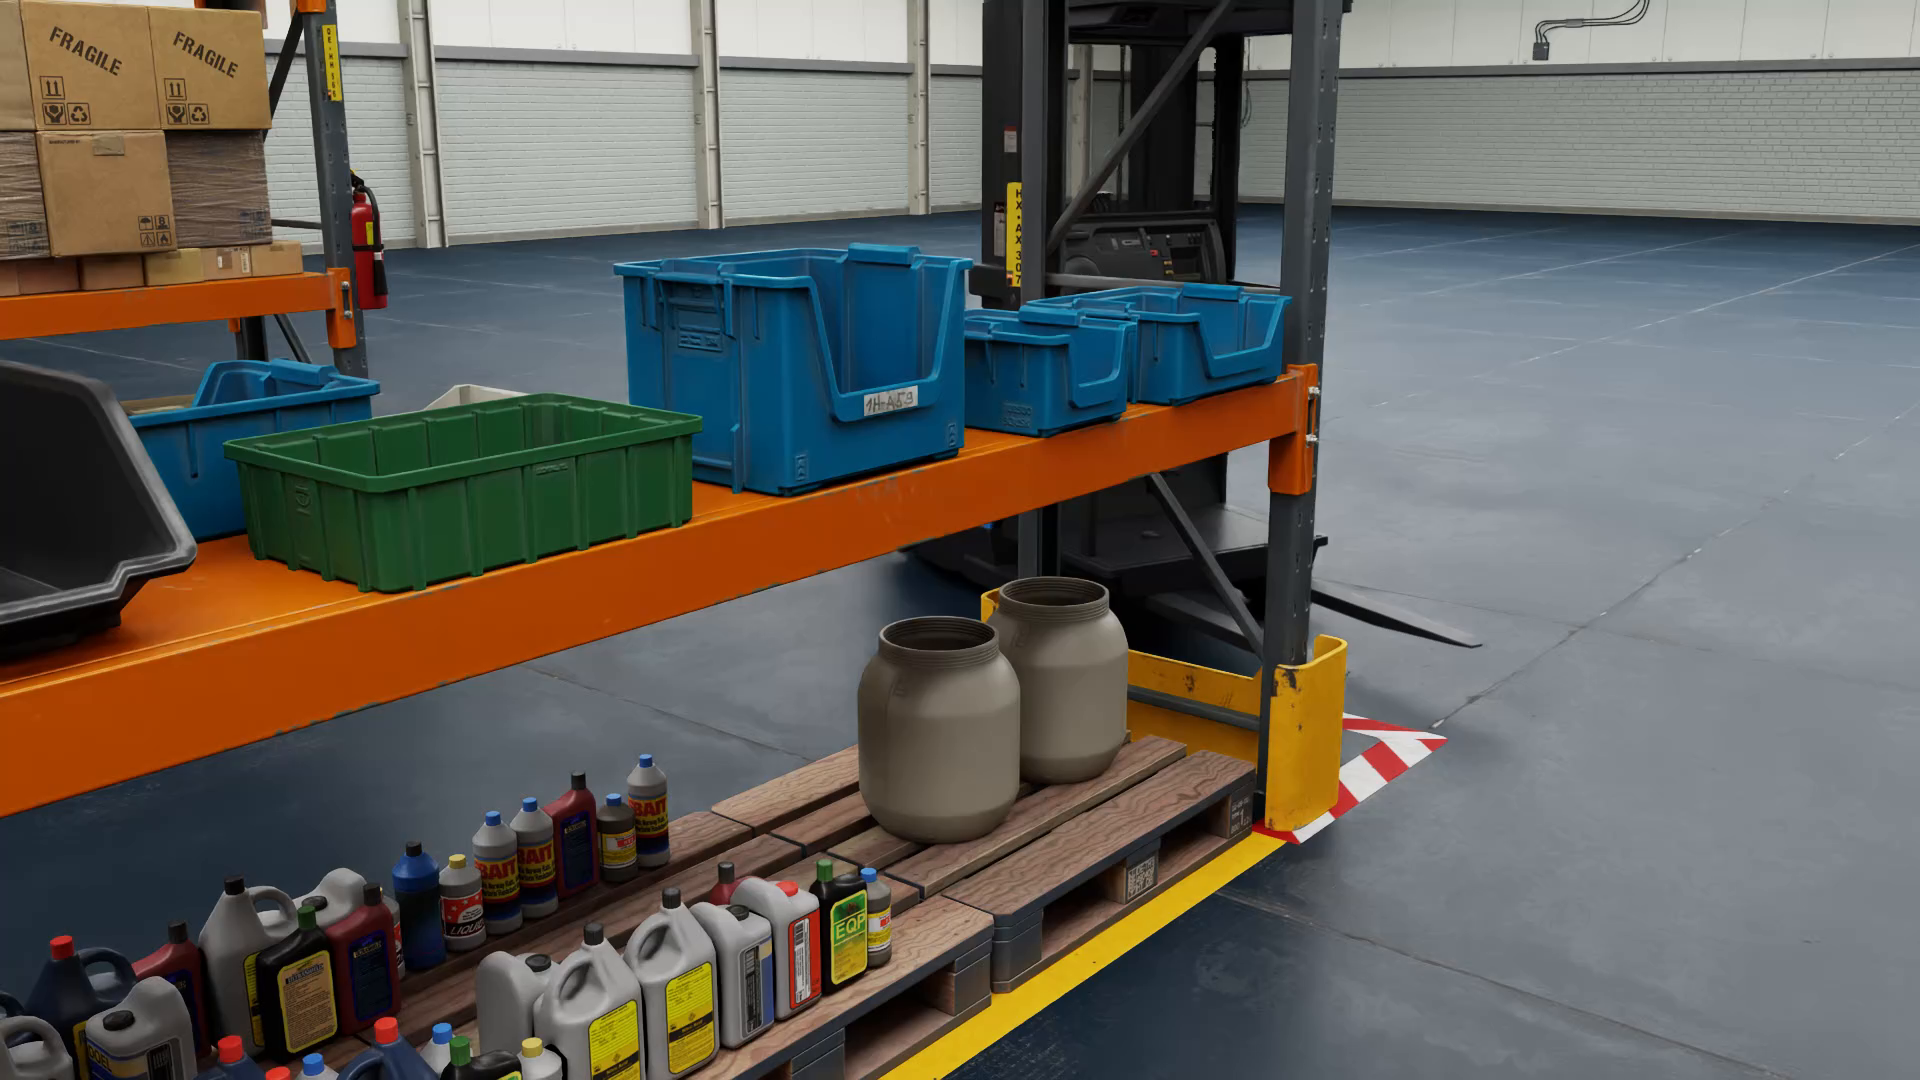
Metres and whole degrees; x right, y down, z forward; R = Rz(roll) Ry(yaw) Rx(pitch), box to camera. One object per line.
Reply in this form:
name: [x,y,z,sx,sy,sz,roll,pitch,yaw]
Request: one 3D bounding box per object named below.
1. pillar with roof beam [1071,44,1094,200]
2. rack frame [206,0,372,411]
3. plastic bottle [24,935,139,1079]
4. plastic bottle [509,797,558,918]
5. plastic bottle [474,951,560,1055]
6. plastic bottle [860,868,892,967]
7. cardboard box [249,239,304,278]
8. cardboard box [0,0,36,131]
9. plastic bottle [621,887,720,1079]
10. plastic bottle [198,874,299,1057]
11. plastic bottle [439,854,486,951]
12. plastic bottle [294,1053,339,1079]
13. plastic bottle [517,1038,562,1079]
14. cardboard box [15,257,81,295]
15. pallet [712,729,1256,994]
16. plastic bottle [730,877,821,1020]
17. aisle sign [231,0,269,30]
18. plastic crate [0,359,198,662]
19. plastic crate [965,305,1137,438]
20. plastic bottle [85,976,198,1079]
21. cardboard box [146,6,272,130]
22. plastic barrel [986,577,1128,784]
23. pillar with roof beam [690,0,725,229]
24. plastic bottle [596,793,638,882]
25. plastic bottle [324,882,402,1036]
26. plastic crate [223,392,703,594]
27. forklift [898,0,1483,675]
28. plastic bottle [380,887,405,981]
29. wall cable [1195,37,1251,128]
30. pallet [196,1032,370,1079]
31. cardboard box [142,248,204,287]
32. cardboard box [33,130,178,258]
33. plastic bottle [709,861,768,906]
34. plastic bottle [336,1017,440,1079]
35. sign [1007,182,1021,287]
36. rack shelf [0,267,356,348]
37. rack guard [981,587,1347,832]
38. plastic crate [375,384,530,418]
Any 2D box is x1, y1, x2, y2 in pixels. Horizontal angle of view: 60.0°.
pillar with roof beam: [6.257,-11.810,36.334,9.100,9.000,0.400,11,18,38]
rack frame: [-3.237,-1.516,7.997,1.000,3.000,0.127,11,18,38]
plastic bottle: [-1.597,0.883,3.042,0.144,0.351,0.185,10,17,35]
plastic bottle: [-0.982,0.724,3.827,0.097,0.271,0.097,0,14,0]
plastic bottle: [-0.814,0.898,3.136,0.152,0.276,0.135,11,18,38]
plastic bottle: [-0.198,0.813,3.619,0.097,0.201,0.097,0,14,0]
cardboard box: [-3.256,-1.307,7.688,0.380,0.149,0.250,11,18,38]
cardboard box: [-4.016,-1.857,6.504,0.500,0.500,0.500,11,18,38]
plastic bottle: [-0.566,0.844,3.195,0.144,0.351,0.185,12,19,40]
plastic bottle: [-1.394,0.821,3.286,0.144,0.351,0.185,11,18,37]
plastic bottle: [-1.107,0.797,3.685,0.097,0.201,0.097,0,14,0]
plastic bottle: [-1.071,0.989,2.785,0.097,0.271,0.097,0,14,0]
plastic bottle: [-0.754,0.983,2.952,0.097,0.201,0.097,0,14,0]
cardboard box: [-3.889,-1.117,6.937,0.380,0.149,0.250,11,18,38]
pallet: [0.090,0.779,4.628,1.003,0.211,1.213,11,18,38]
plastic bottle: [-0.378,0.821,3.437,0.152,0.276,0.135,11,18,38]
aisle sign: [-3.431,-2.834,7.907,0.394,0.787,0.004,11,18,38]
plastic crate: [-1.471,-0.034,2.290,0.767,0.338,0.504,11,18,38]
plastic crate: [0.121,-0.412,3.953,0.499,0.251,0.408,11,18,38]
plastic bottle: [-1.466,0.937,2.980,0.152,0.276,0.135,11,18,38]
cardboard box: [-3.390,-2.049,7.260,0.500,0.500,0.500,11,18,38]
plastic barrel: [0.261,0.391,4.692,0.421,0.512,0.421,0,14,0]
pillar with roof beam: [-1.285,-9.511,27.287,9.100,9.000,0.400,11,18,38]
plastic bottle: [-0.832,0.713,4.016,0.097,0.201,0.097,0,14,0]
plastic bottle: [-1.206,0.839,3.350,0.061,0.283,0.133,11,18,38]
plastic crate: [-0.826,-0.097,2.842,0.450,0.188,0.662,11,18,38]
forklift: [0.794,-1.127,6.606,1.130,2.935,3.031,-8,16,-28]
plastic bottle: [-1.236,0.836,3.530,0.097,0.201,0.097,0,14,0]
wall cable: [5.789,-11.330,40.754,3.097,2.526,0.112,11,18,38]
pallet: [-1.444,1.246,2.789,1.003,0.211,1.213,11,18,38]
cardboard box: [-3.530,-1.204,7.280,0.380,0.149,0.250,11,18,38]
cardboard box: [-3.825,-1.493,7.100,0.875,0.500,0.500,11,18,38]
plastic bottle: [-0.461,0.801,3.500,0.061,0.283,0.133,11,18,38]
plastic bottle: [-0.950,0.961,2.735,0.144,0.351,0.185,10,18,35]
sign: [0.190,-0.969,5.284,0.100,0.325,0.005,11,18,38]
rack shelf: [-4.494,-0.784,6.578,1.077,0.370,4.000,11,18,38]
rack guard: [0.604,0.484,5.202,1.175,0.500,0.348,11,18,38]
plastic crate: [-1.075,-0.206,3.376,0.530,0.136,0.437,11,18,38]
